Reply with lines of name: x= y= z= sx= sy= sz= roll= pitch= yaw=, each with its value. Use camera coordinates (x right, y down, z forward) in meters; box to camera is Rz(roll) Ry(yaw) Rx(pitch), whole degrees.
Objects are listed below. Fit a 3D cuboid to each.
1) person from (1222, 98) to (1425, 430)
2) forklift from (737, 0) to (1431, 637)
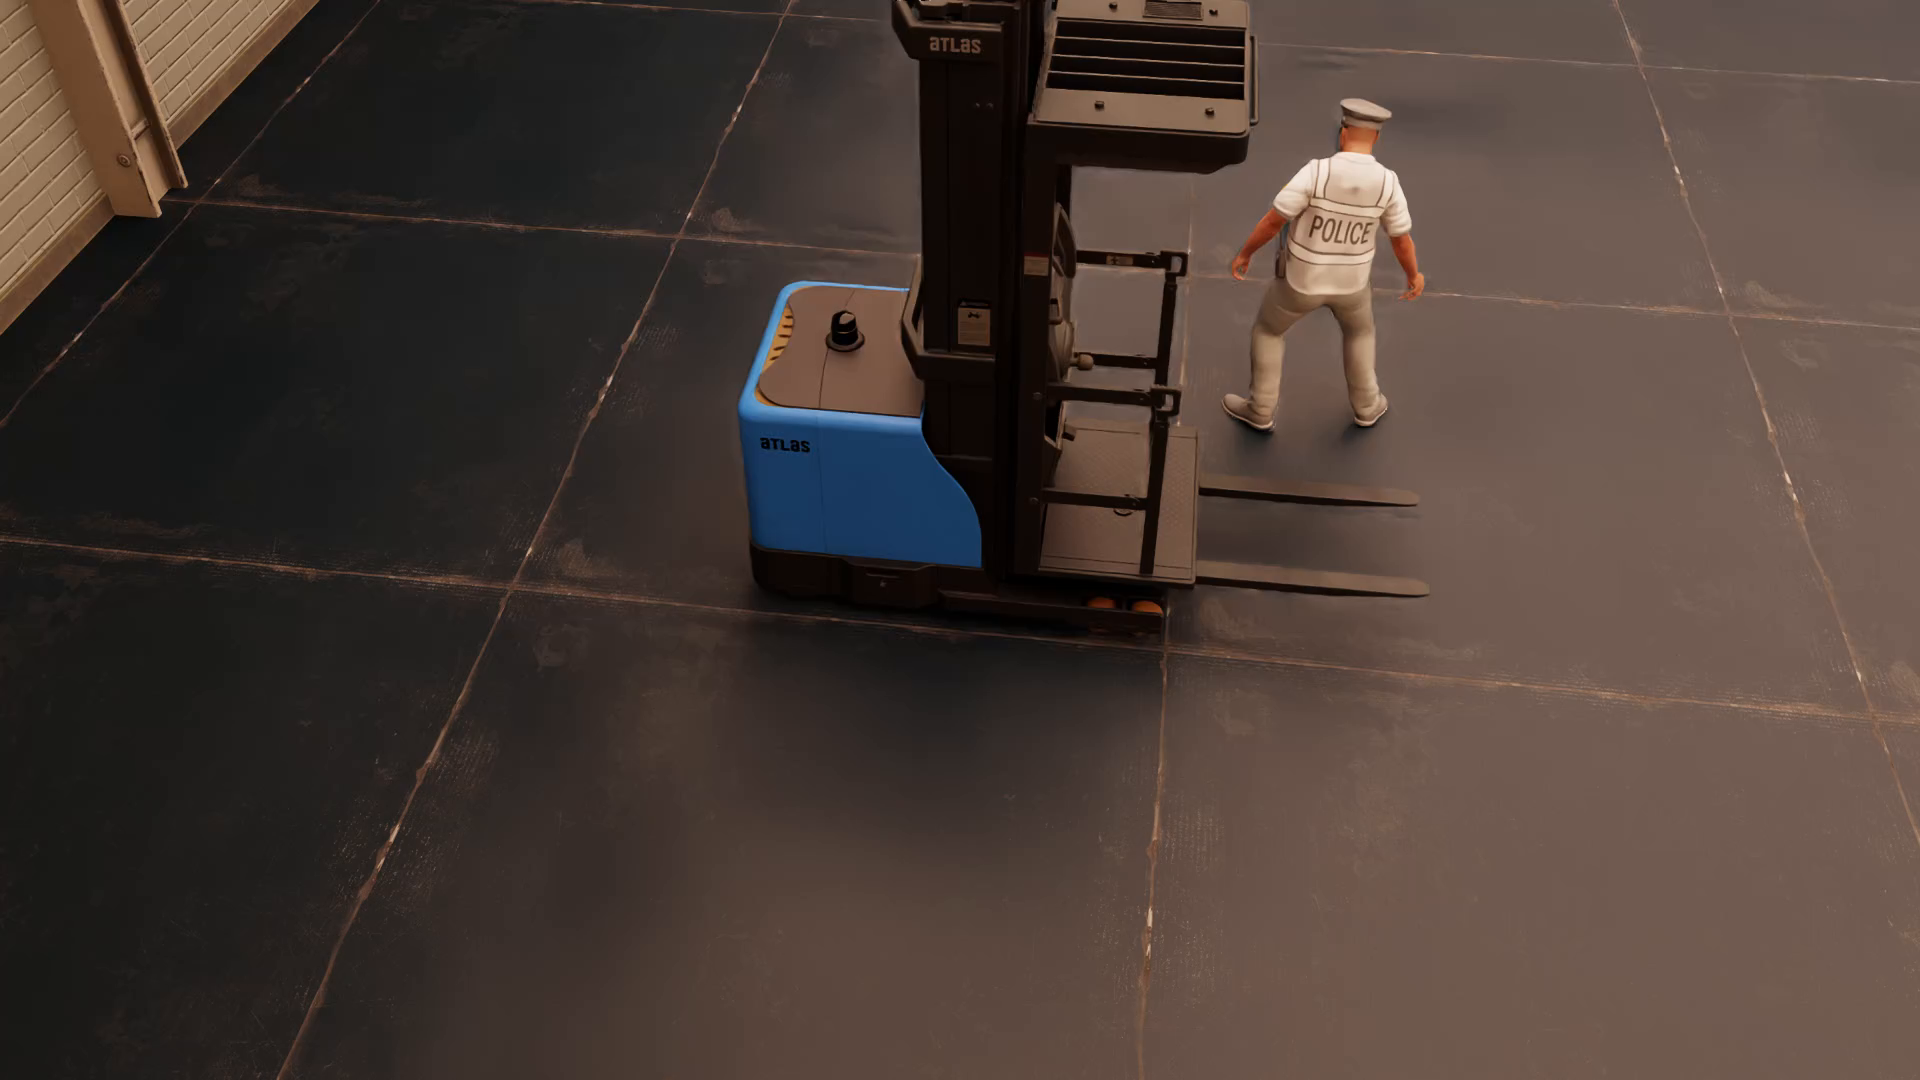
person: x=1.787 y=-1.300 z=8.074 sx=0.947 sy=1.714 sz=0.451 roll=-1 pitch=43 yaw=-1
forklift: x=0.608 y=-1.031 z=6.847 sx=3.031 sy=2.935 sz=1.130 roll=5 pitch=43 yaw=5
